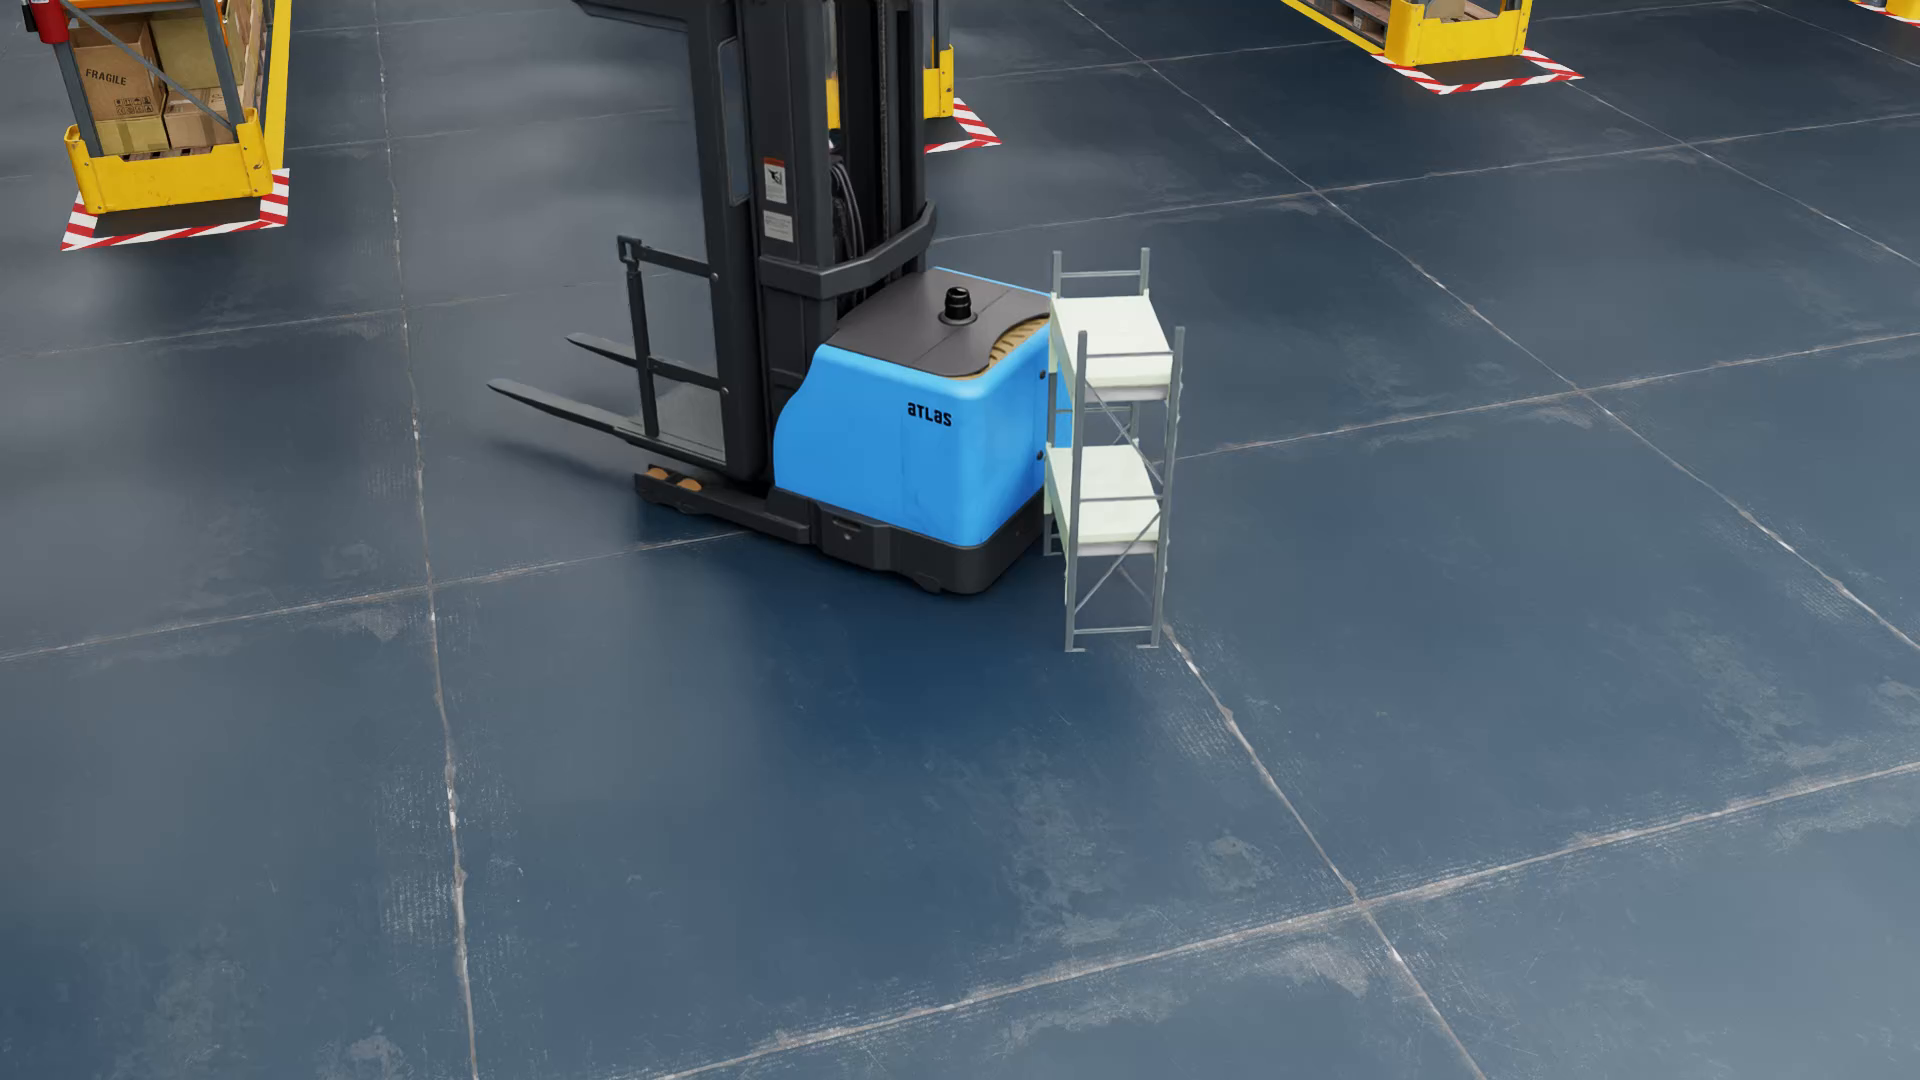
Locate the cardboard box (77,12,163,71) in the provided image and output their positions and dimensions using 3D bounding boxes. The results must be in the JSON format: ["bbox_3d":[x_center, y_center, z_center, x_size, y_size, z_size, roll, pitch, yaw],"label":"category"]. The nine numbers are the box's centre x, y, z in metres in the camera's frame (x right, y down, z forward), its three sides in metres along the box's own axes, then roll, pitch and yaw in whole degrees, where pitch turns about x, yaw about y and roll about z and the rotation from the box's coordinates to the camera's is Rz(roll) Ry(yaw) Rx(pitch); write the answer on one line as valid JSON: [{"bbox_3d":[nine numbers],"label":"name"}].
[{"bbox_3d":[-6.057,-3.698,12.059,0.500,0.500,0.500,-10,35,-15],"label":"cardboard box"}]

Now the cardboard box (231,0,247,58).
[{"bbox_3d":[-5.562,-3.786,12.191,0.500,0.500,0.500,-10,35,-15],"label":"cardboard box"}]

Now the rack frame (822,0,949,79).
[{"bbox_3d":[-0.572,-4.434,11.740,1.000,3.000,0.127,-10,35,-15],"label":"rack frame"}]

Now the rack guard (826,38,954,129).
[{"bbox_3d":[-0.640,-3.423,12.477,1.175,0.500,0.348,-10,35,-15],"label":"rack guard"}]

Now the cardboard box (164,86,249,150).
[{"bbox_3d":[-5.242,-2.950,11.607,0.500,0.250,0.500,-10,35,-15],"label":"cardboard box"}]

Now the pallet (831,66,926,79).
[{"bbox_3d":[-0.883,-3.730,13.204,1.003,0.211,1.213,-10,35,-15],"label":"pallet"}]

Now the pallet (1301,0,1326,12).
[{"bbox_3d":[3.539,-5.216,15.452,1.003,0.211,1.213,-10,35,-15],"label":"pallet"}]

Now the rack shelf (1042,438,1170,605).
[{"bbox_3d":[0.611,-0.090,7.117,0.431,0.370,0.720,-3,34,-4],"label":"rack shelf"}]

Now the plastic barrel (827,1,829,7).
[{"bbox_3d":[-0.999,-4.167,13.212,0.421,0.512,0.421,0,33,0],"label":"plastic barrel"}]

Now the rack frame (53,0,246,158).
[{"bbox_3d":[-5.291,-3.603,10.482,1.000,3.000,0.127,-10,35,-15],"label":"rack frame"}]

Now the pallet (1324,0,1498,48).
[{"bbox_3d":[3.907,-4.576,14.484,1.003,0.211,1.213,-10,35,-15],"label":"pallet"}]

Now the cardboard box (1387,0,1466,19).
[{"bbox_3d":[3.970,-4.730,14.074,0.500,0.500,0.500,-4,34,-6],"label":"cardboard box"}]

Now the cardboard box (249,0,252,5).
[{"bbox_3d":[-6.020,-4.573,13.383,0.500,0.500,0.500,-10,35,-15],"label":"cardboard box"}]

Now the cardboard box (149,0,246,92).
[{"bbox_3d":[-5.397,-3.525,11.797,0.500,0.500,0.500,-10,35,-15],"label":"cardboard box"}]

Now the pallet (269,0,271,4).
[{"bbox_3d":[-6.773,-4.920,15.005,1.003,0.211,1.213,-10,35,-15],"label":"pallet"}]

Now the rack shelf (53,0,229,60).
[{"bbox_3d":[-5.901,-4.353,12.270,1.077,0.370,4.000,-10,35,-15],"label":"rack shelf"}]

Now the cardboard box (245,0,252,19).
[{"bbox_3d":[-5.864,-4.311,12.987,0.500,0.500,0.500,-10,35,-15],"label":"cardboard box"}]

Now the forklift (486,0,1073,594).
[{"bbox_3d":[-0.971,-1.578,7.479,3.031,2.935,1.130,18,37,25],"label":"forklift"}]

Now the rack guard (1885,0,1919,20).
[{"bbox_3d":[8.906,-4.993,14.852,1.175,0.500,0.348,-10,35,-15],"label":"rack guard"}]

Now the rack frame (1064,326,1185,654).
[{"bbox_3d":[0.642,-0.161,6.633,0.400,1.500,0.023,-3,34,-4],"label":"rack frame"}]

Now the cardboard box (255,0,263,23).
[{"bbox_3d":[-6.161,-4.525,13.990,0.500,0.250,0.500,-10,35,-15],"label":"cardboard box"}]

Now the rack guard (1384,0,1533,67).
[{"bbox_3d":[4.121,-4.264,13.750,1.175,0.500,0.348,-10,35,-15],"label":"rack guard"}]

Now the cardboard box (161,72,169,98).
[{"bbox_3d":[-5.900,-3.124,11.870,0.500,0.250,0.500,-10,35,-15],"label":"cardboard box"}]

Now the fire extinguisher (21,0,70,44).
[{"bbox_3d":[-5.697,-3.431,10.291,0.296,0.674,0.183,-10,35,-15],"label":"fire extinguisher"}]

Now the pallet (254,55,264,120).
[{"bbox_3d":[-5.932,-3.474,12.816,1.003,0.211,1.213,-10,35,-15],"label":"pallet"}]

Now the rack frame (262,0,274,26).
[{"bbox_3d":[-6.511,-5.703,13.660,1.000,3.000,0.127,-10,35,-15],"label":"rack frame"}]

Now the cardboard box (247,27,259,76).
[{"bbox_3d":[-5.698,-3.738,12.799,0.500,0.250,0.500,-10,35,-15],"label":"cardboard box"}]

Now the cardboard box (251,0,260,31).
[{"bbox_3d":[-6.018,-4.261,13.590,0.500,0.250,0.500,-10,35,-15],"label":"cardboard box"}]

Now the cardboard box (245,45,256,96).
[{"bbox_3d":[-5.551,-3.475,12.401,0.500,0.250,0.500,-10,35,-15],"label":"cardboard box"}]

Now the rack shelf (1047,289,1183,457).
[{"bbox_3d":[0.611,-0.687,6.722,0.431,0.370,0.720,-3,34,-4],"label":"rack shelf"}]

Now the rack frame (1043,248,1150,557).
[{"bbox_3d":[0.581,-0.563,7.241,0.400,1.500,0.023,-3,34,-4],"label":"rack frame"}]

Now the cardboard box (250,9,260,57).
[{"bbox_3d":[-5.852,-4.001,13.197,0.500,0.250,0.500,-10,35,-15],"label":"cardboard box"}]

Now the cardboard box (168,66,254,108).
[{"bbox_3d":[-5.398,-3.212,12.004,0.500,0.250,0.500,-10,35,-15],"label":"cardboard box"}]

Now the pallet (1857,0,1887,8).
[{"bbox_3d":[8.581,-5.292,15.567,1.003,0.211,1.213,-10,35,-15],"label":"pallet"}]

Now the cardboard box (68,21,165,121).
[{"bbox_3d":[-5.738,-3.176,11.268,0.500,0.500,0.500,-10,35,-15],"label":"cardboard box"}]

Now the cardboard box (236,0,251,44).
[{"bbox_3d":[-5.697,-4.051,12.593,0.500,0.500,0.500,-10,35,-15],"label":"cardboard box"}]

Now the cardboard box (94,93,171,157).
[{"bbox_3d":[-5.736,-2.863,11.475,0.500,0.250,0.500,-10,35,-15],"label":"cardboard box"}]

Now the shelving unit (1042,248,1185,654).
[{"bbox_3d":[0.611,-0.362,6.937,0.431,1.500,0.755,-3,34,-4],"label":"shelving unit"}]

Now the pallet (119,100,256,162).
[{"bbox_3d":[-5.564,-2.834,11.848,1.003,0.211,1.213,-10,35,-15],"label":"pallet"}]

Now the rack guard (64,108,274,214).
[{"bbox_3d":[-5.283,-2.548,11.152,1.175,0.500,0.348,-10,35,-15],"label":"rack guard"}]

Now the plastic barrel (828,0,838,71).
[{"bbox_3d":[-0.846,-3.904,12.813,0.421,0.512,0.421,0,33,0],"label":"plastic barrel"}]

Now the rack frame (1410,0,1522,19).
[{"bbox_3d":[4.145,-5.267,13.000,1.000,3.000,0.127,-10,35,-15],"label":"rack frame"}]

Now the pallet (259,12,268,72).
[{"bbox_3d":[-6.308,-4.116,13.787,1.003,0.211,1.213,-10,35,-15],"label":"pallet"}]
